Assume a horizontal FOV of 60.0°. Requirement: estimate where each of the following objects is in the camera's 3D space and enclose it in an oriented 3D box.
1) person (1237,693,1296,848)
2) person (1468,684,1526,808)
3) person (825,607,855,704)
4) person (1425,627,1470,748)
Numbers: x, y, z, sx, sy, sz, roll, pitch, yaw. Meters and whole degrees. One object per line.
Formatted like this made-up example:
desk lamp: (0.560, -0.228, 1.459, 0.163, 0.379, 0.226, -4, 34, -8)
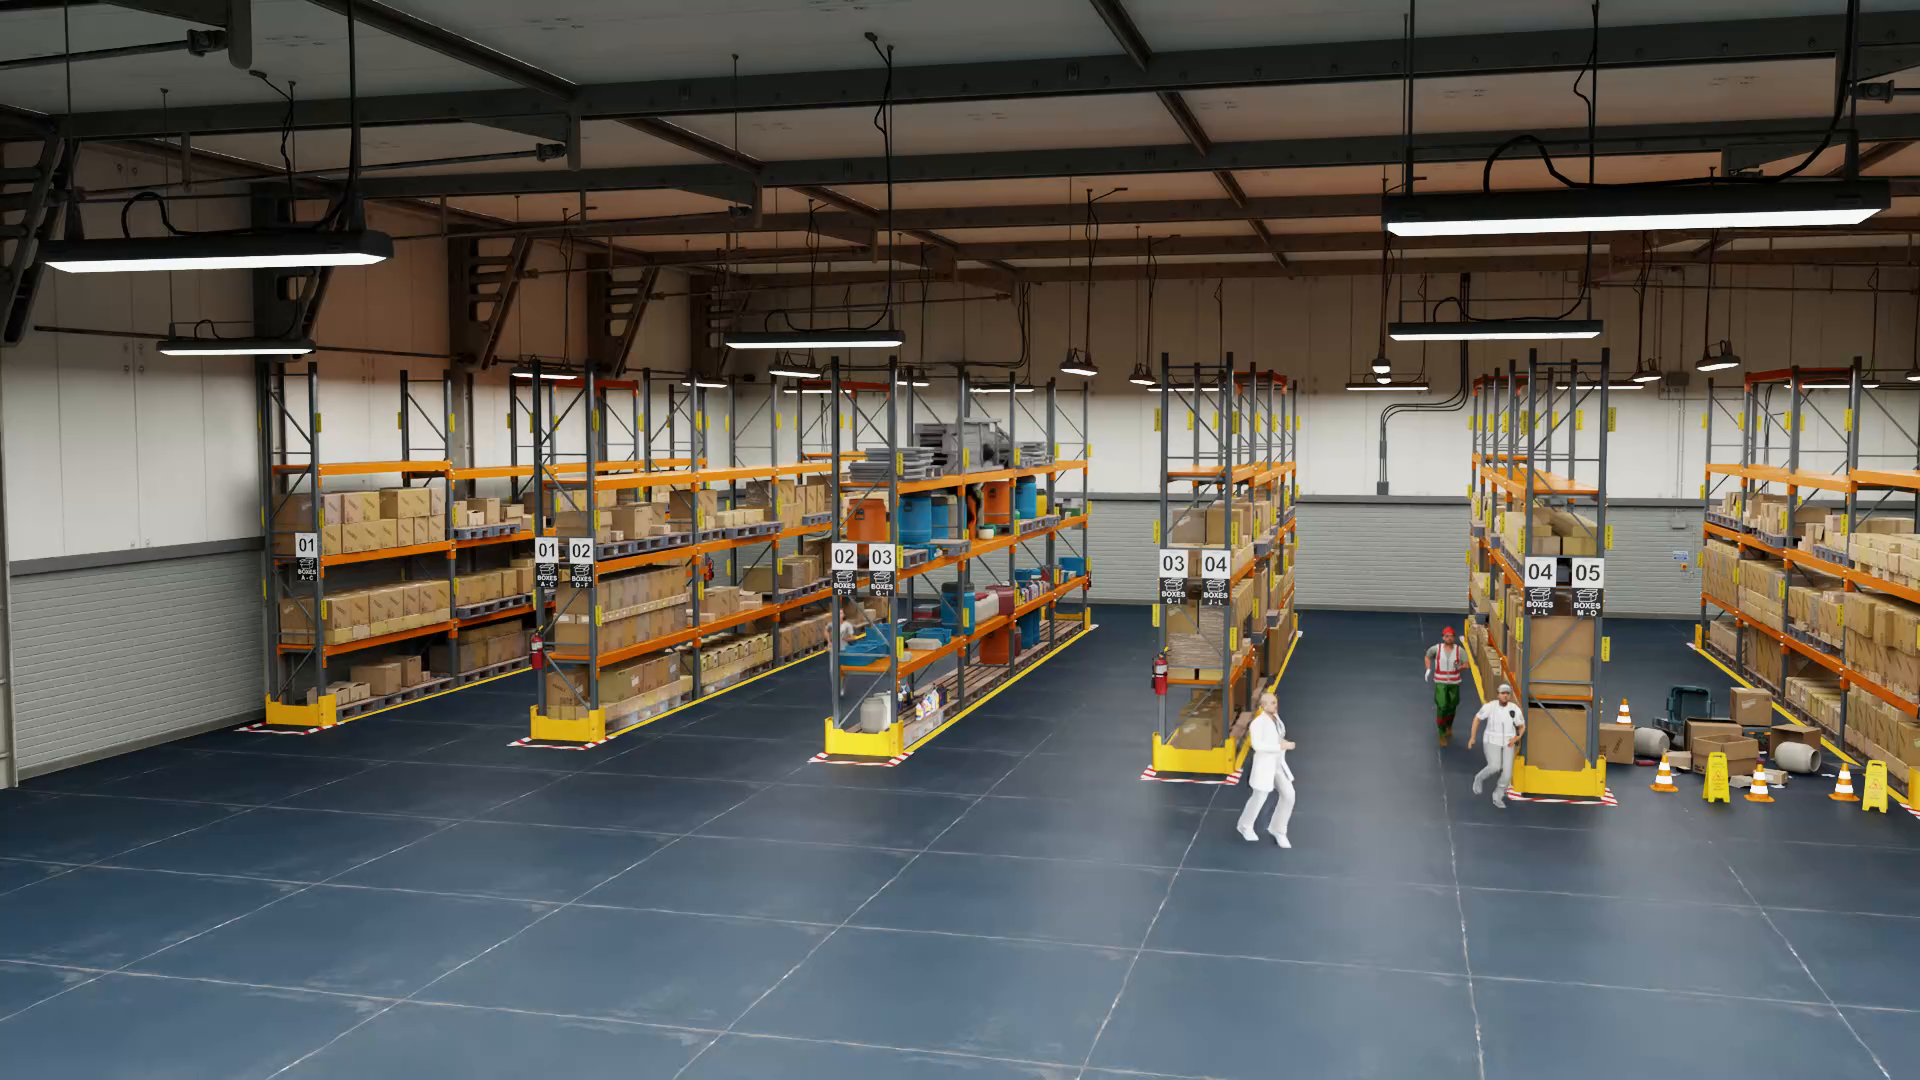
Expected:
person: (3.640, 2.736, 19.681, 0.708, 1.857, 0.841, -3, 5, -41)
person: (7.042, 2.692, 21.714, 0.699, 1.609, 0.579, 0, 4, 2)
person: (-2.170, 2.059, 30.003, 0.550, 1.729, 0.780, 0, 4, -1)
person: (7.602, 2.267, 25.965, 0.651, 1.835, 0.846, 1, 4, 8)
